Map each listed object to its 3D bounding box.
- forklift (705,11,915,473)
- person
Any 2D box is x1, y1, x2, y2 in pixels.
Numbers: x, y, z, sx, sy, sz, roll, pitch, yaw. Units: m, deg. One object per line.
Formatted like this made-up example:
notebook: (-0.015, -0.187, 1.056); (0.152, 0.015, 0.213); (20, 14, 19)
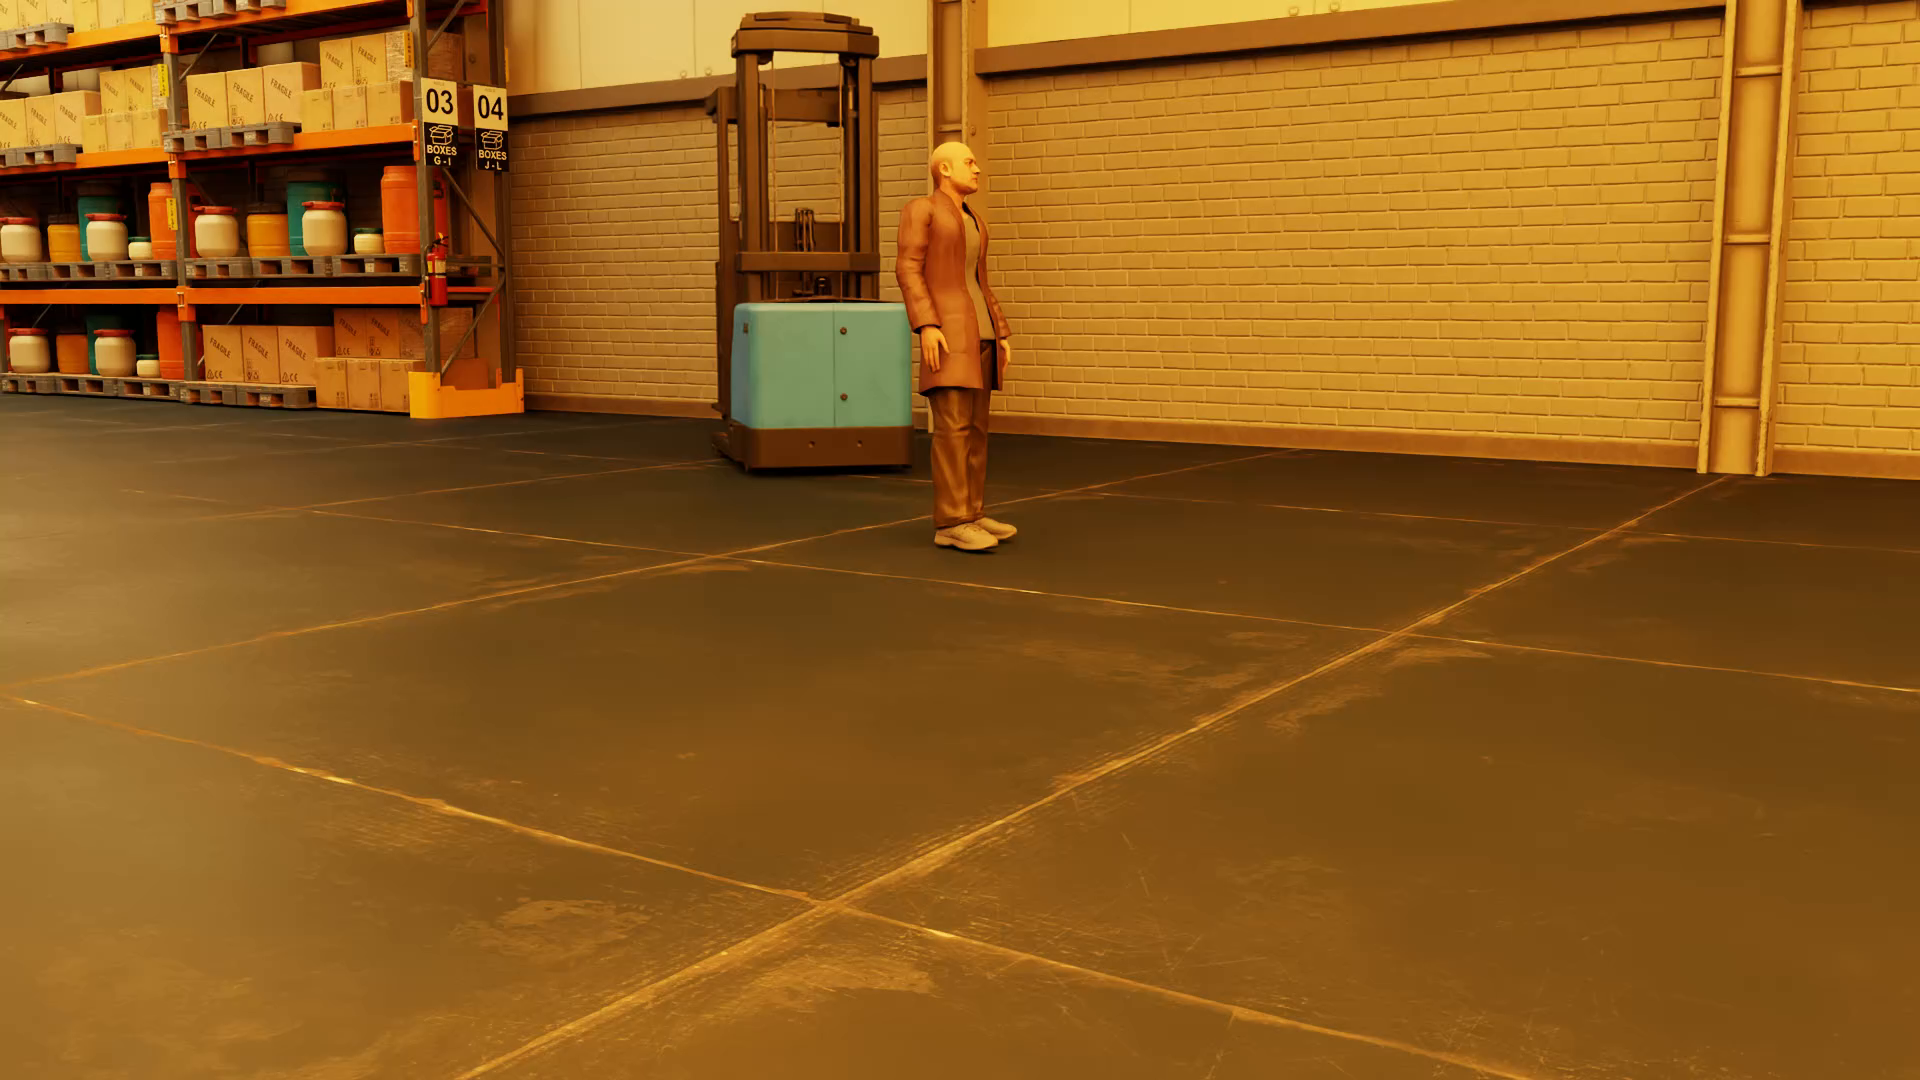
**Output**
forklift: (-1.156, -2.043, 11.562); (1.130, 2.935, 3.031); (-2, 8, -15)
person: (0.072, -0.880, 7.423); (0.582, 1.776, 0.696); (5, 10, 34)
